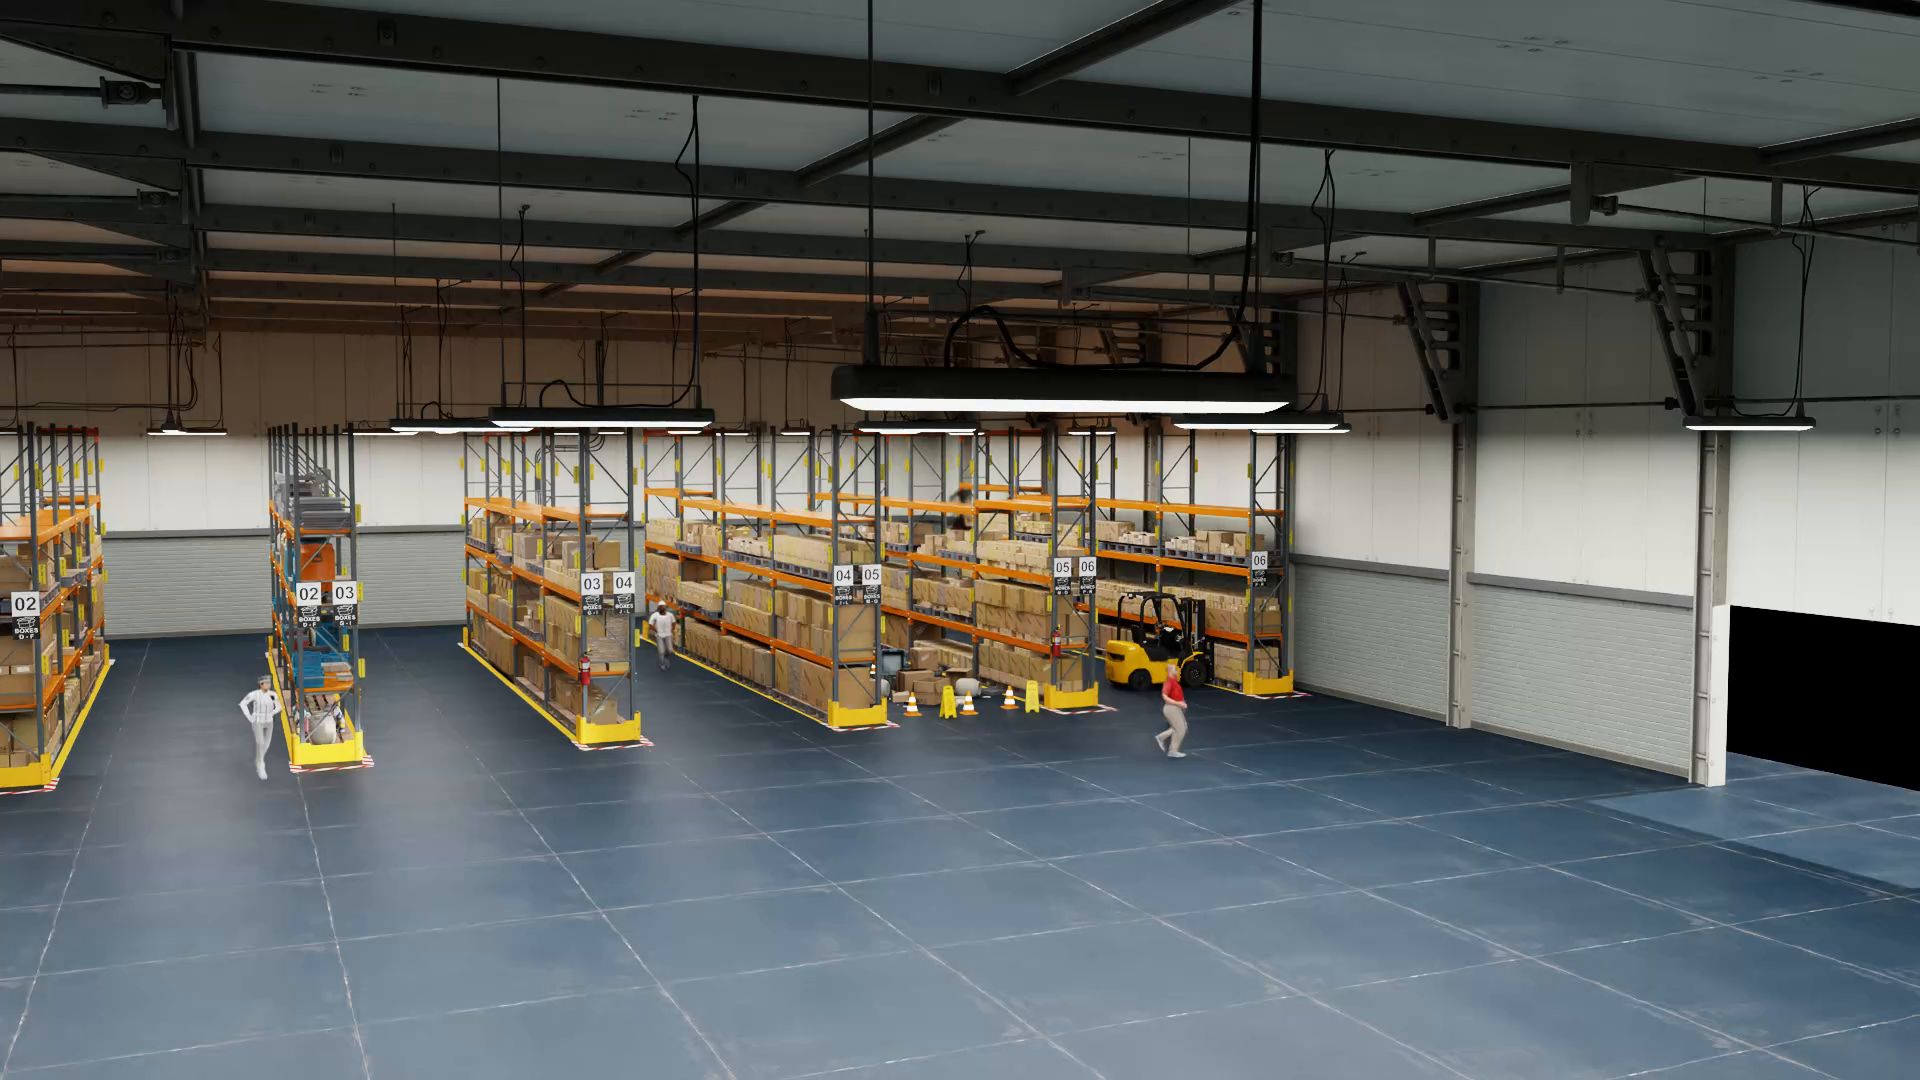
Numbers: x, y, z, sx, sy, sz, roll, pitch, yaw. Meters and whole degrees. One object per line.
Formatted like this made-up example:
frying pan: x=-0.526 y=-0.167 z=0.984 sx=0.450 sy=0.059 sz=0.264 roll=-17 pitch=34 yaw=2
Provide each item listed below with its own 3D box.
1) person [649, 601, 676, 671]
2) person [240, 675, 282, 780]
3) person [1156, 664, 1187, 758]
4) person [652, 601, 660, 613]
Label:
person: x=-7.292 y=2.359 z=40.909 sx=0.692 sy=1.720 sz=0.591 roll=-1 pitch=4 yaw=-22
person: x=-11.862 y=3.149 z=28.356 sx=0.908 sy=1.702 sz=0.616 roll=3 pitch=5 yaw=42
person: x=3.807 y=3.057 z=29.866 sx=0.628 sy=1.673 sz=0.661 roll=1 pitch=4 yaw=17
person: x=-8.849 y=1.952 z=49.082 sx=0.478 sy=1.561 sz=0.550 roll=-1 pitch=4 yaw=-22
